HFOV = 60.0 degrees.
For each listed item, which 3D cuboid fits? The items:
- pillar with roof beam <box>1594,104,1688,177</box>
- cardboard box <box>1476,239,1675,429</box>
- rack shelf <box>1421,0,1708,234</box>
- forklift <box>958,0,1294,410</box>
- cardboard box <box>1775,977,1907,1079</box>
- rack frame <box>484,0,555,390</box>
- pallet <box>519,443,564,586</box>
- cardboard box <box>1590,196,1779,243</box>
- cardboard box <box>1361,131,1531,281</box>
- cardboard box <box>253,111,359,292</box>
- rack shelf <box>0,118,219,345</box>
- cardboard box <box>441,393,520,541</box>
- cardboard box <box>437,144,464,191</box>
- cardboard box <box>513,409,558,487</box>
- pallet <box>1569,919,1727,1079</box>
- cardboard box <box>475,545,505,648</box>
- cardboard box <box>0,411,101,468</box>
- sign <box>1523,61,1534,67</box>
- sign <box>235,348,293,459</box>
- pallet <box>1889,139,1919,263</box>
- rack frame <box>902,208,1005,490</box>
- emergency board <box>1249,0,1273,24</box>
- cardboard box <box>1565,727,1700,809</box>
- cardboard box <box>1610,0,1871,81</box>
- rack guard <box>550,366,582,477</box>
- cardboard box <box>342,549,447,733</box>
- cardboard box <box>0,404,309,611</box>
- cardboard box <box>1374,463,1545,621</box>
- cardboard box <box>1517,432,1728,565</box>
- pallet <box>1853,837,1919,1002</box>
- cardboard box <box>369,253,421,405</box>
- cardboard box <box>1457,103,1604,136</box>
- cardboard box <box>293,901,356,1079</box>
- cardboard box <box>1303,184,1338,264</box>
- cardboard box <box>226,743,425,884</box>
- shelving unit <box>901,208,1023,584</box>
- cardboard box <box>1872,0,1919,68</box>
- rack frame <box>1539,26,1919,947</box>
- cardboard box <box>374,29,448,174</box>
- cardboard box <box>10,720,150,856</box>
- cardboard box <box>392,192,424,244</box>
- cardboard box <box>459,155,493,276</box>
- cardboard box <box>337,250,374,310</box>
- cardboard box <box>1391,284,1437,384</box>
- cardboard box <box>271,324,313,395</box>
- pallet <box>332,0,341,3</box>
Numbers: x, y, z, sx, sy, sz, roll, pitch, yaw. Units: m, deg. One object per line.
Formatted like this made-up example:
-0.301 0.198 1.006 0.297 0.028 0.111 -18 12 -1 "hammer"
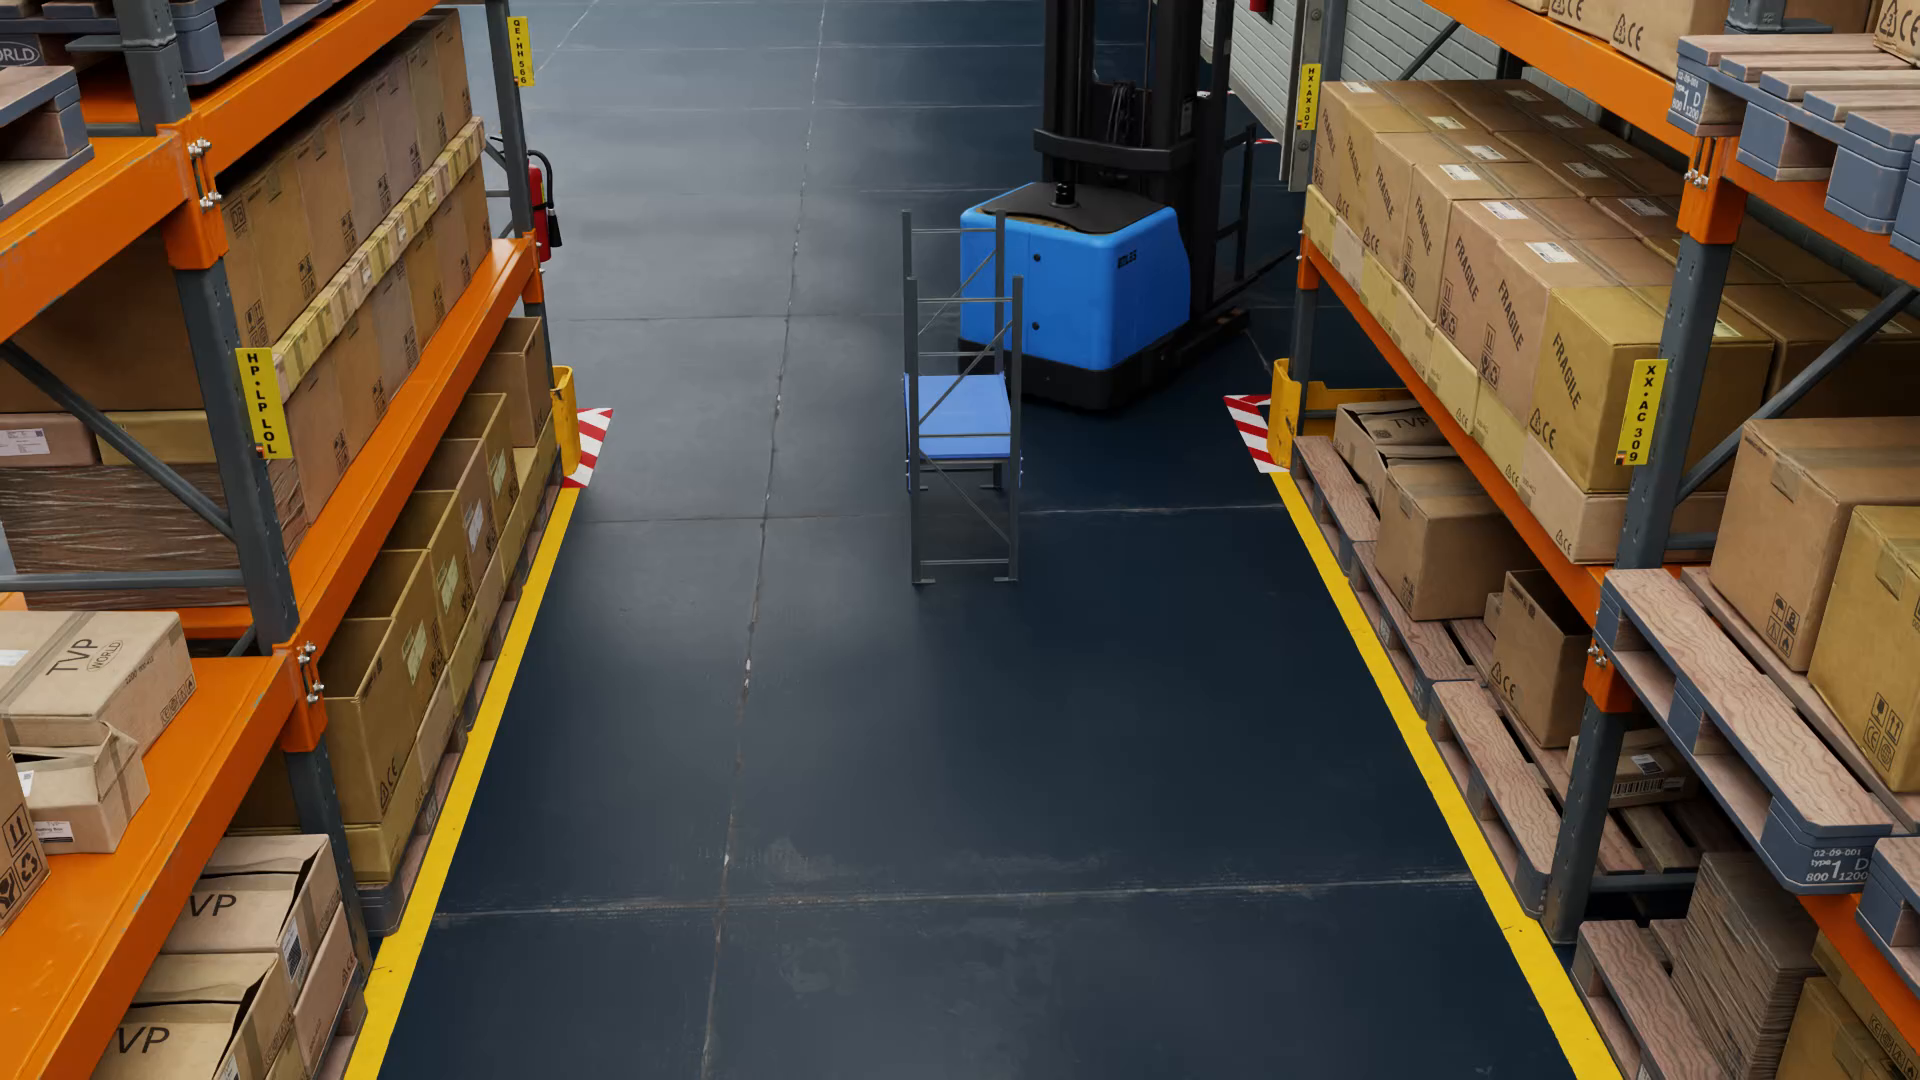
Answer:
-1.110 -4.098 6.376 9.100 9.000 0.400 -1 28 -3 "pillar with roof beam"
2.132 -0.713 5.703 0.500 0.500 0.500 -2 28 -3 "cardboard box"
2.393 -1.932 6.244 1.077 0.370 4.000 -1 28 -3 "rack shelf"
1.231 -2.674 10.207 1.130 2.935 3.031 17 32 30 "forklift"
2.630 1.493 4.371 0.700 0.500 0.500 -2 28 -4 "cardboard box"
-2.658 -1.723 8.310 1.000 3.000 0.127 -1 28 -3 "rack frame"
-2.576 -0.135 8.280 1.003 0.211 1.213 -1 28 -3 "pallet"
2.638 -0.963 6.183 0.500 0.500 0.500 -1 28 -1 "cardboard box"
2.050 -1.424 7.067 0.500 0.500 0.500 -2 28 -4 "cardboard box"
-2.532 -1.165 5.729 0.700 0.500 0.500 -1 28 -3 "cardboard box"
-2.345 0.037 2.470 1.077 0.370 4.000 -1 28 -3 "rack shelf"
-2.266 -0.321 7.329 0.500 0.500 0.500 -1 28 -3 "cardboard box"
-2.419 -1.644 7.349 0.380 0.149 0.250 -2 28 -3 "cardboard box"
-2.335 -0.450 8.388 0.500 0.250 0.500 -1 28 -3 "cardboard box"
2.540 1.599 4.956 1.003 0.211 1.213 -1 28 -3 "pallet"
-2.244 0.243 7.060 0.500 0.250 0.500 -1 28 -3 "cardboard box"
-2.677 -0.328 4.826 0.380 0.149 0.250 -1 28 -3 "cardboard box"
2.844 -2.502 8.210 0.100 0.325 0.005 -1 28 -3 "sign"
-1.908 -0.372 4.553 0.100 0.325 0.005 -1 28 -3 "sign"
2.481 -0.477 2.881 1.213 0.211 1.003 -1 28 -3 "pallet"
-0.031 -0.939 8.429 0.500 1.500 0.032 -1 28 -3 "rack frame"
2.785 -5.455 15.465 0.194 1.169 0.643 -1 28 -3 "emergency board"
2.440 0.818 6.027 0.380 0.166 0.250 -5 28 -9 "cardboard box"
2.224 -1.609 4.717 0.500 0.500 0.500 -1 28 -1 "cardboard box"
-2.659 -0.626 8.909 1.175 0.500 0.348 -1 28 -3 "rack guard"
-2.195 0.372 6.001 0.500 0.500 0.500 -1 28 -3 "cardboard box"
-2.478 -0.125 5.138 0.700 0.500 0.500 -2 28 -4 "cardboard box"
2.253 -0.006 7.245 0.700 0.500 0.500 -3 28 -6 "cardboard box"
2.170 -0.151 5.436 0.500 0.250 0.500 -1 28 -3 "cardboard box"
2.562 1.022 3.254 1.003 0.211 1.213 -1 28 -3 "pallet"
-2.563 -0.837 6.502 0.700 0.500 0.500 -1 28 -1 "cardboard box"
2.542 -1.674 7.546 0.500 0.500 0.500 -1 28 -2 "cardboard box"
-2.138 1.342 4.953 0.500 0.250 0.500 -2 28 -3 "cardboard box"
1.997 -1.554 8.126 0.500 0.250 0.500 -2 28 -4 "cardboard box"
-2.170 0.936 5.732 0.500 0.250 0.500 -1 28 -3 "cardboard box"
-0.004 -0.704 7.979 0.538 1.500 1.048 -1 28 -3 "shelving unit"
2.446 -1.303 3.699 0.500 0.500 0.500 2 28 5 "cardboard box"
2.498 0.003 5.001 1.000 3.000 0.127 -1 28 -3 "rack frame"
-2.611 -1.860 7.061 0.700 0.500 0.500 -2 28 -4 "cardboard box"
-2.220 0.585 4.029 0.396 0.266 0.258 -2 28 -4 "cardboard box"
-2.379 -1.285 6.661 0.380 0.149 0.250 -1 28 -1 "cardboard box"
-2.646 -1.551 7.873 0.700 0.500 0.500 -1 28 -3 "cardboard box"
-2.341 -0.932 5.983 0.380 0.149 0.250 -2 28 -4 "cardboard box"
2.083 -0.845 6.768 0.500 0.250 0.500 -1 28 -2 "cardboard box"
-2.298 -0.572 5.293 0.380 0.149 0.250 -2 28 -4 "cardboard box"
-2.580 -2.122 5.927 1.003 0.211 1.213 -1 28 -3 "pallet"
